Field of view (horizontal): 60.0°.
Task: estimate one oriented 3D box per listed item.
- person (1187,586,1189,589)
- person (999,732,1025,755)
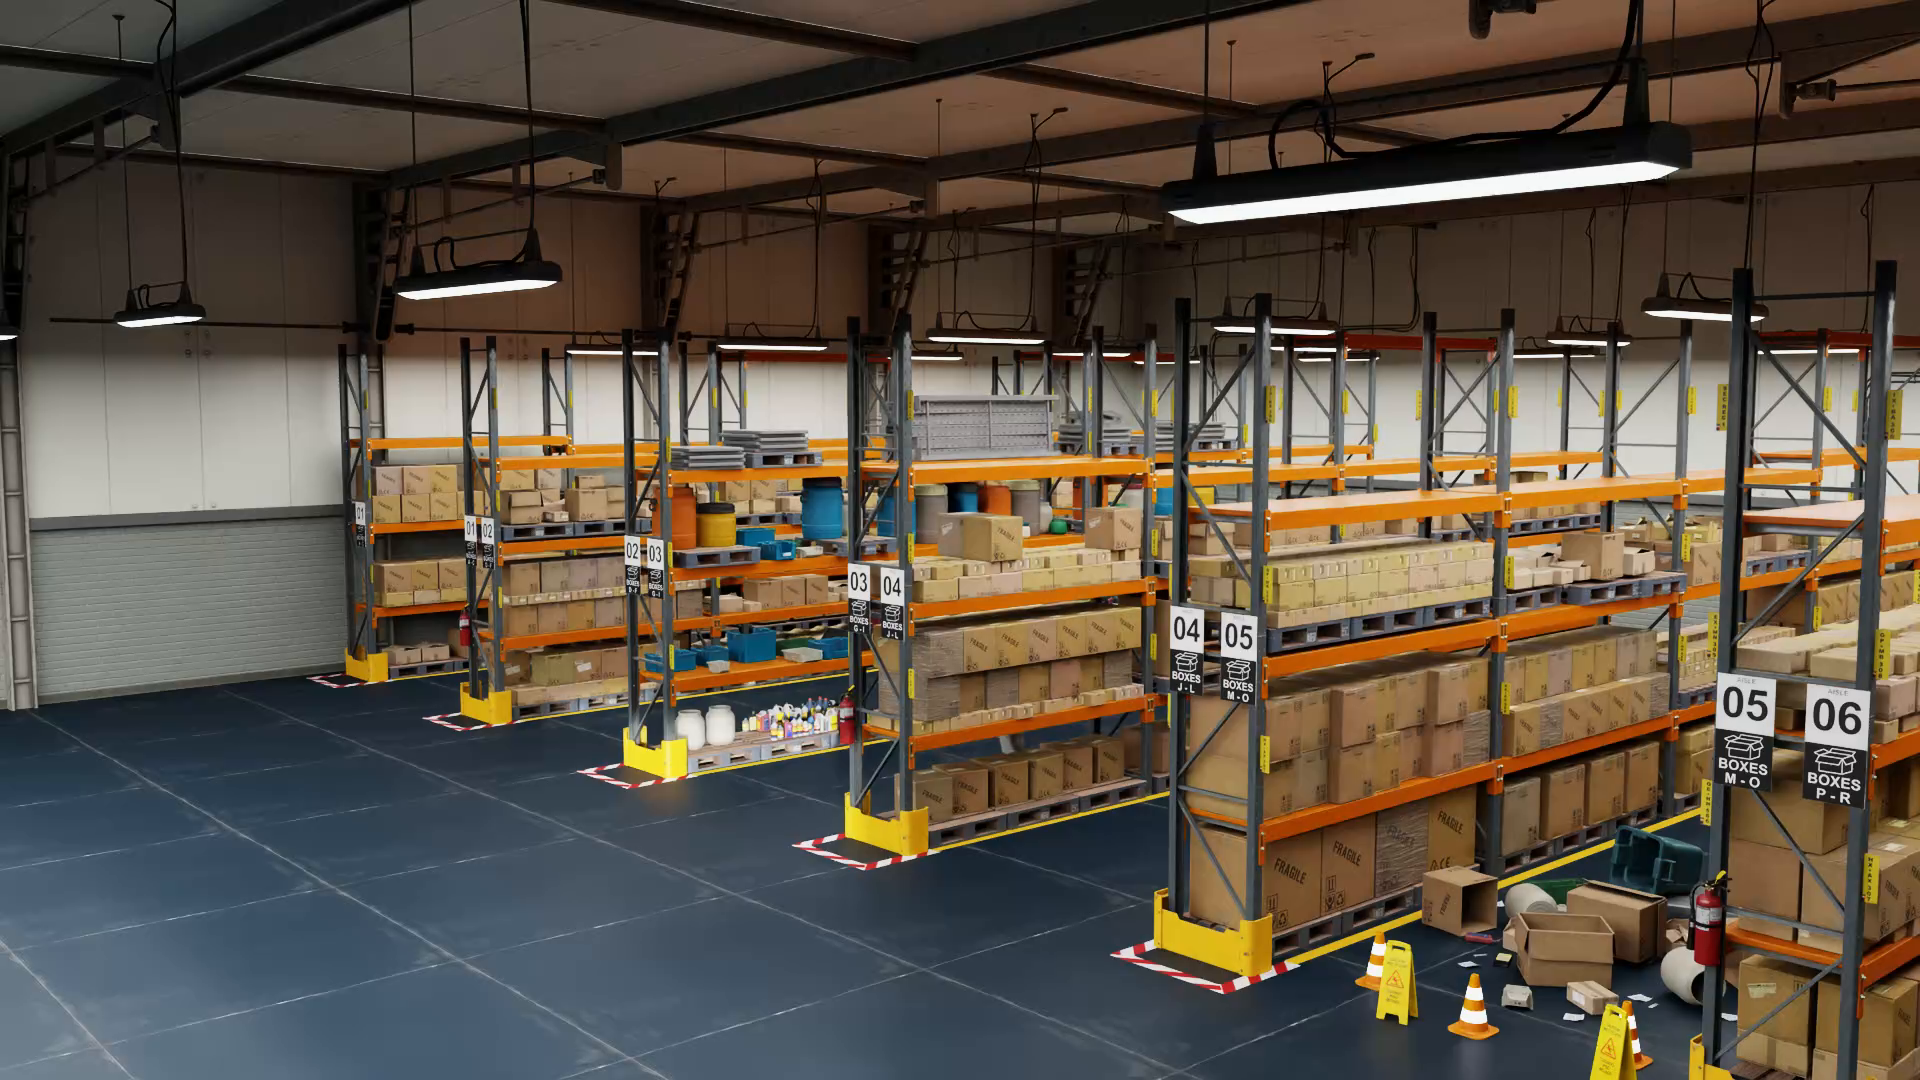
[{"bbox_3d":[5.001,1.223,34.802,0.488,1.671,0.531,-1,5,-6],"label":"person"},{"bbox_3d":[0.730,2.348,22.420,0.411,1.687,0.505,4,7,40],"label":"person"}]
